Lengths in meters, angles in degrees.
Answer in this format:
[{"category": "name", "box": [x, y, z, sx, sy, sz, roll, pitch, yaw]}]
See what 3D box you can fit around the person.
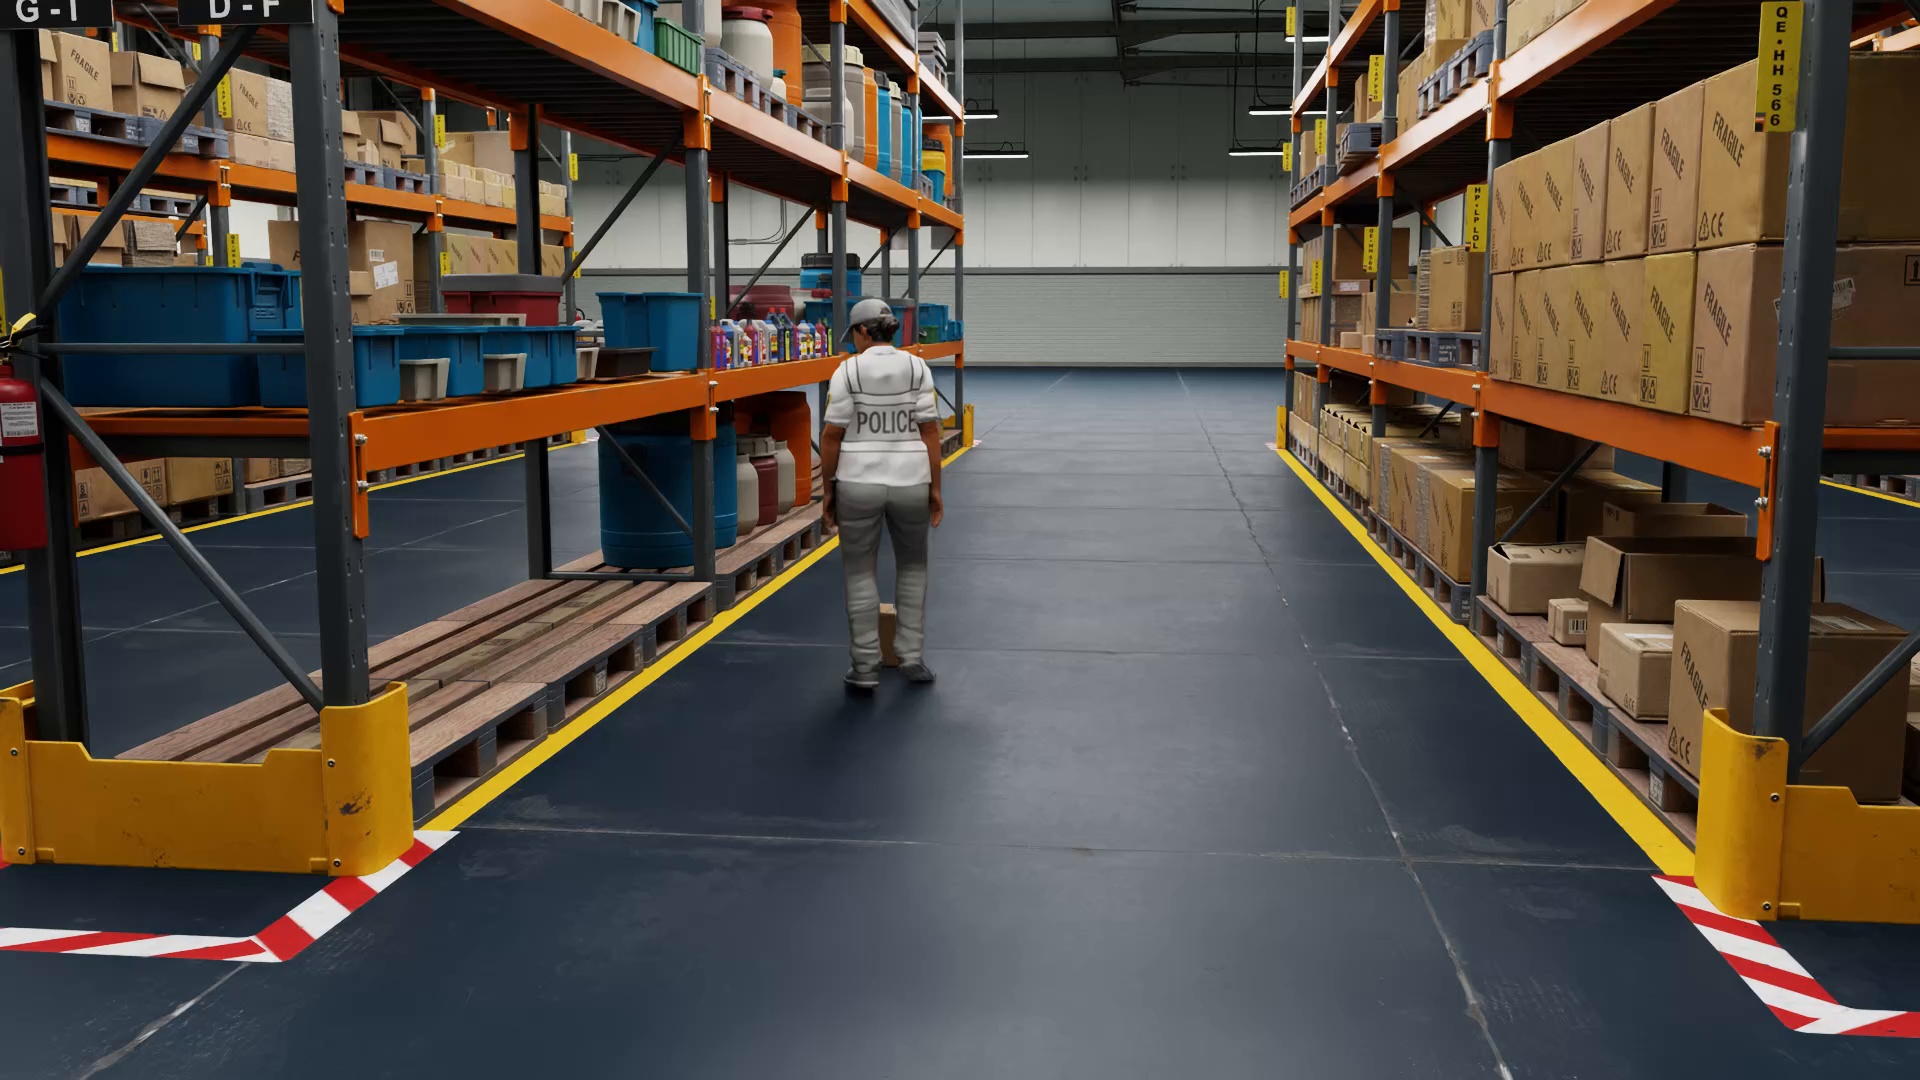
[{"category": "person", "box": [-0.338, -0.167, 7.120, 0.529, 1.714, 0.423, -2, 8, -15]}]
